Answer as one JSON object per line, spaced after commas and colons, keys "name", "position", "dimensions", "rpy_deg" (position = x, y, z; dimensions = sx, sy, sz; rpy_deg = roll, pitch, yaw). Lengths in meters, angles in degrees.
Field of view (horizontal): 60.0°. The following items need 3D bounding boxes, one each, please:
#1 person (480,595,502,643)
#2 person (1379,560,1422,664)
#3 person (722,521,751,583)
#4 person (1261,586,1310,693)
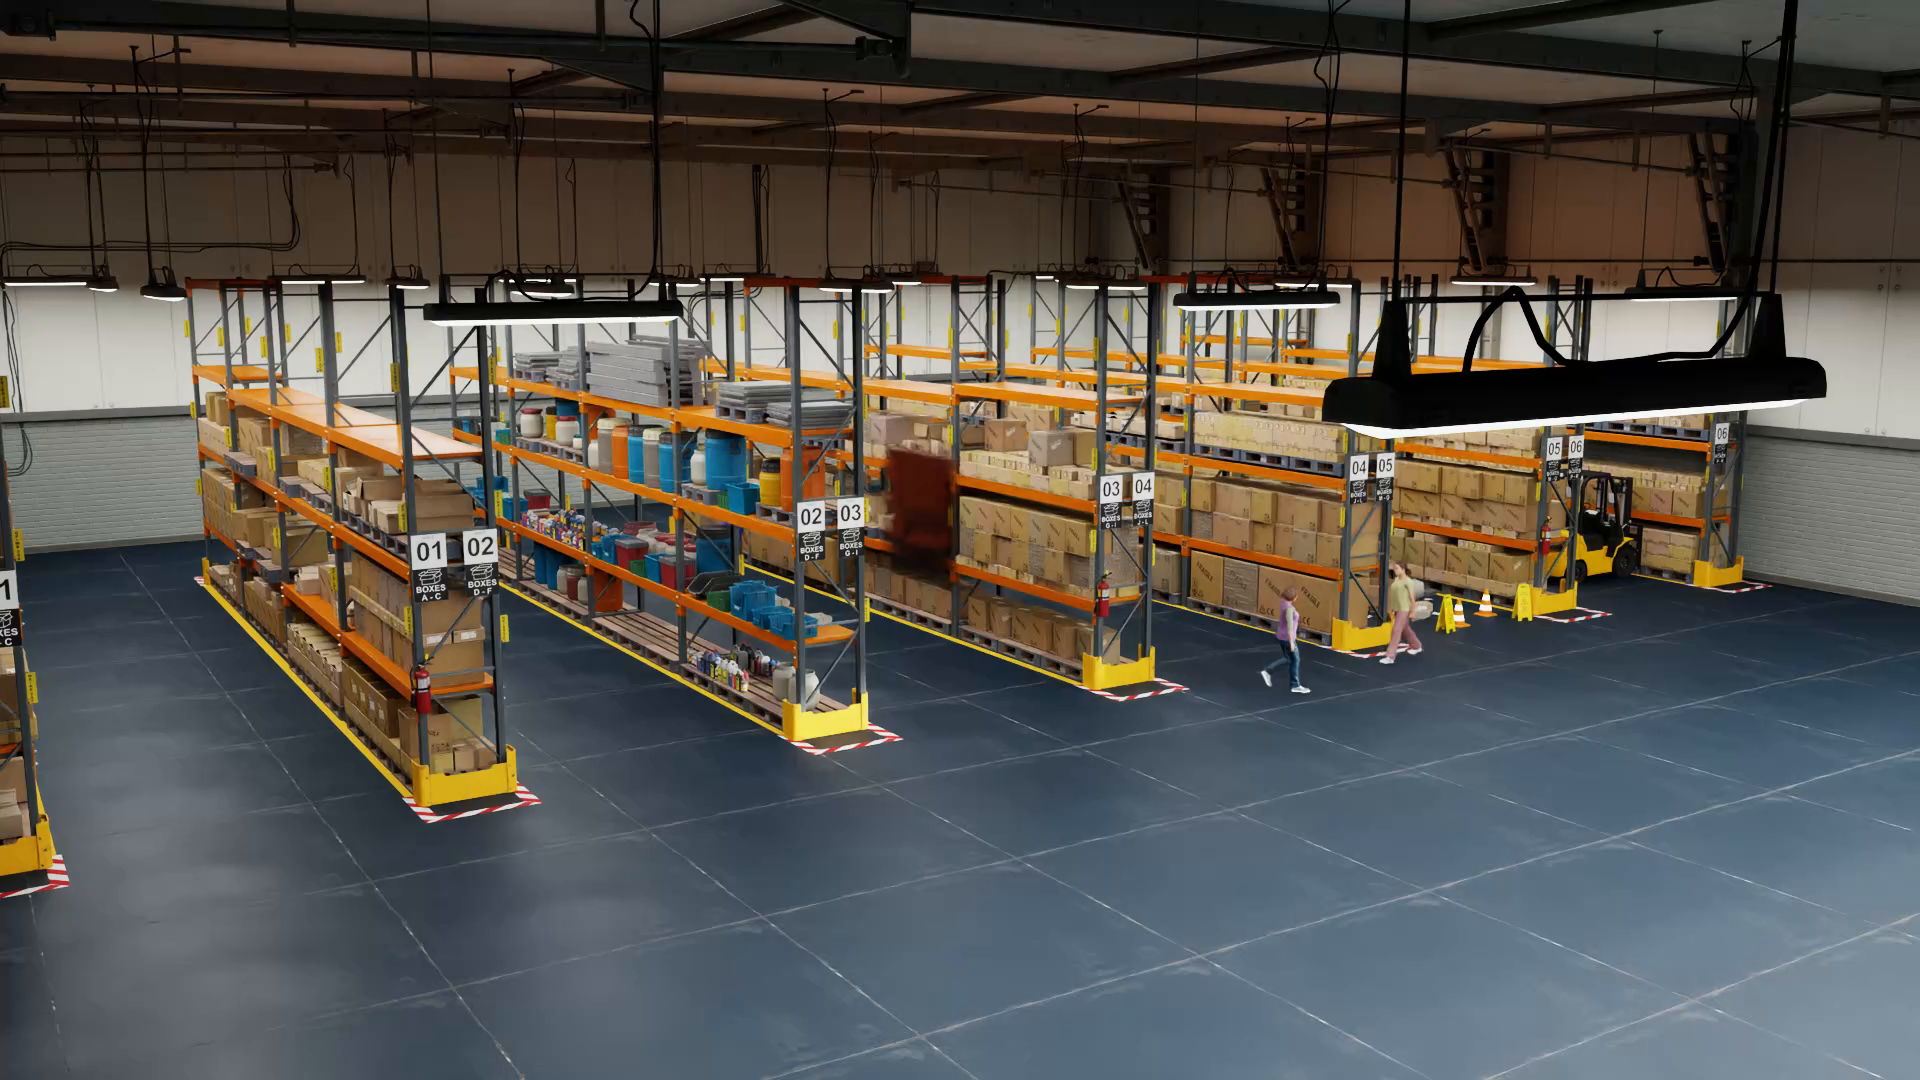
{"name": "person", "position": [-7.960, 0.912, 27.796], "dimensions": [0.398, 1.553, 0.868], "rpy_deg": [-8, 13, -40]}
{"name": "person", "position": [7.033, 1.116, 26.448], "dimensions": [1.046, 1.619, 0.469], "rpy_deg": [-4, 11, -25]}
{"name": "person", "position": [-4.401, 0.112, 32.422], "dimensions": [0.496, 1.595, 1.033], "rpy_deg": [-7, 12, -35]}
{"name": "person", "position": [4.807, 1.458, 24.523], "dimensions": [0.704, 1.581, 0.471], "rpy_deg": [0, 10, -1]}
